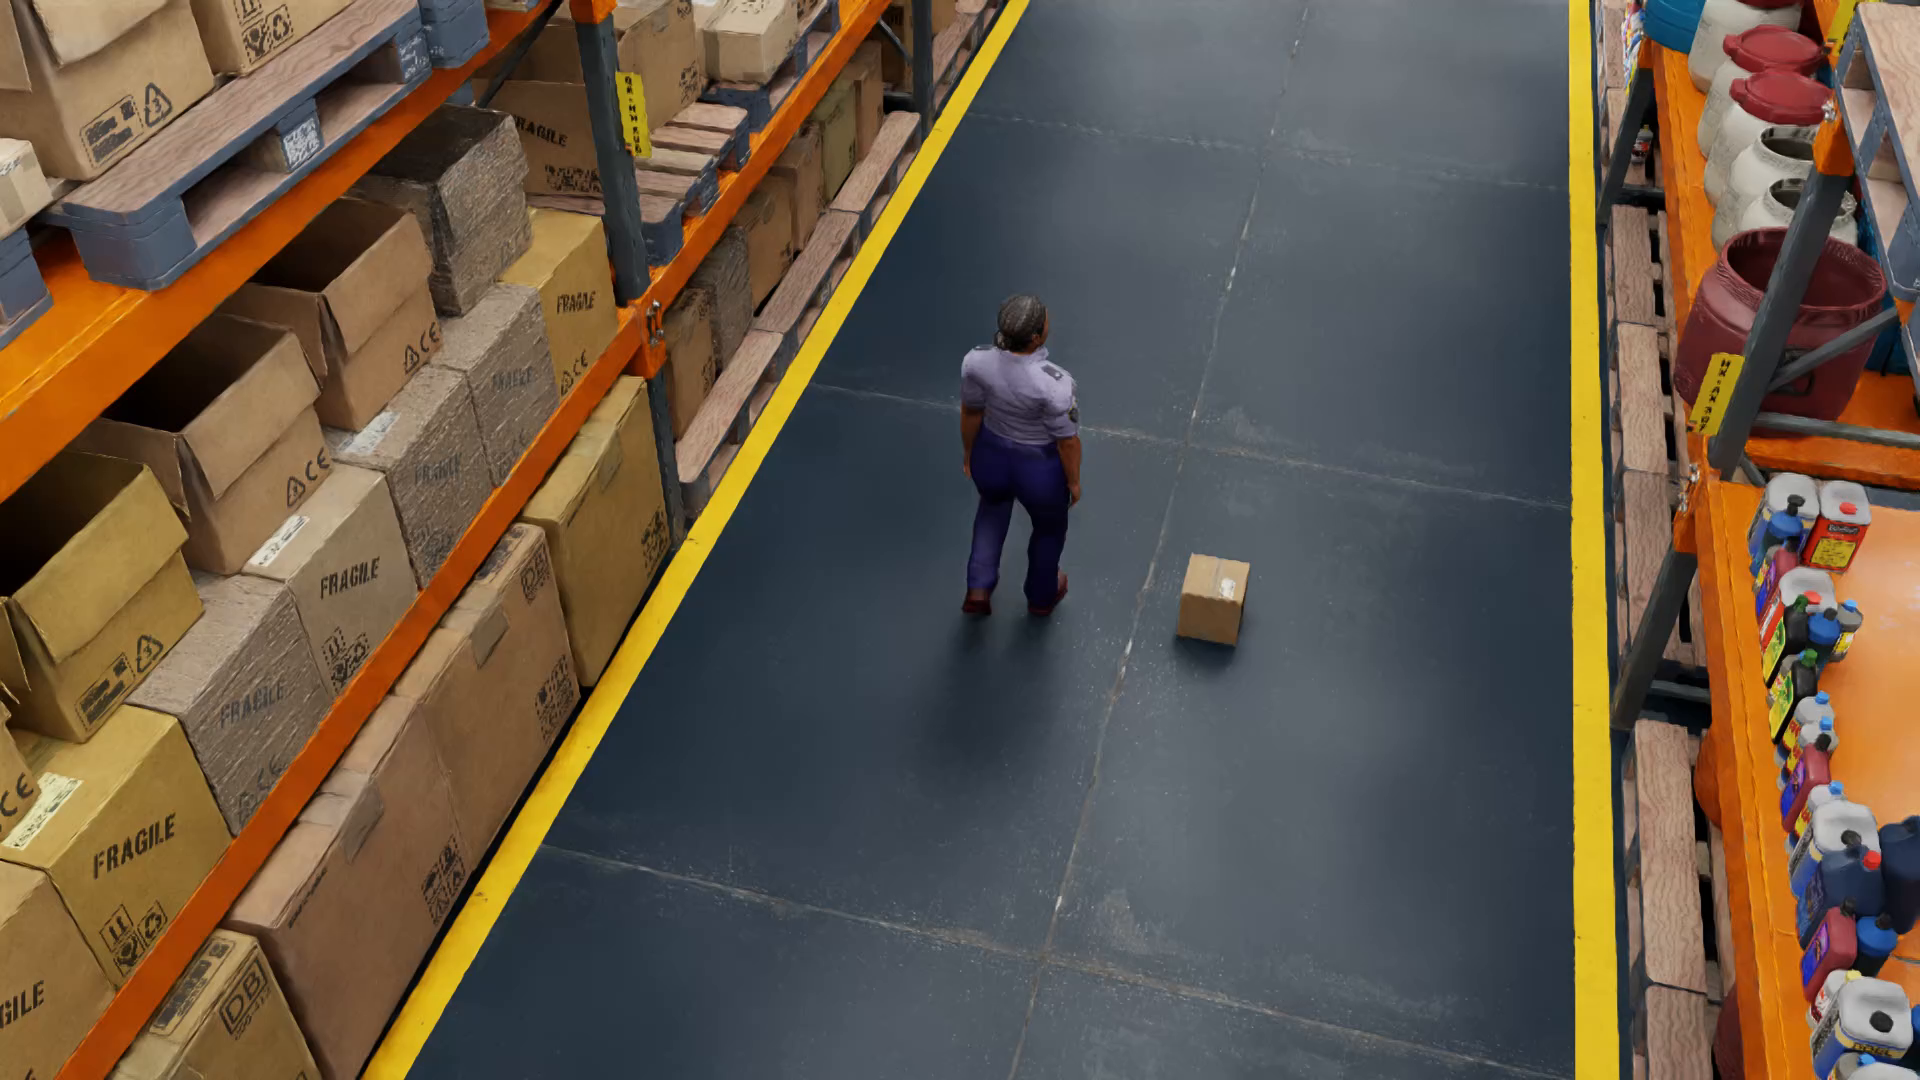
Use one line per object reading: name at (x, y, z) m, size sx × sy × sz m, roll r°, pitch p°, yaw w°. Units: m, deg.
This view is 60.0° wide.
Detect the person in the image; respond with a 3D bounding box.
person at (0.268, -0.245, 6.594) m, size 0.496 × 1.444 × 0.548 m, roll 18°, pitch 44°, yaw 19°
